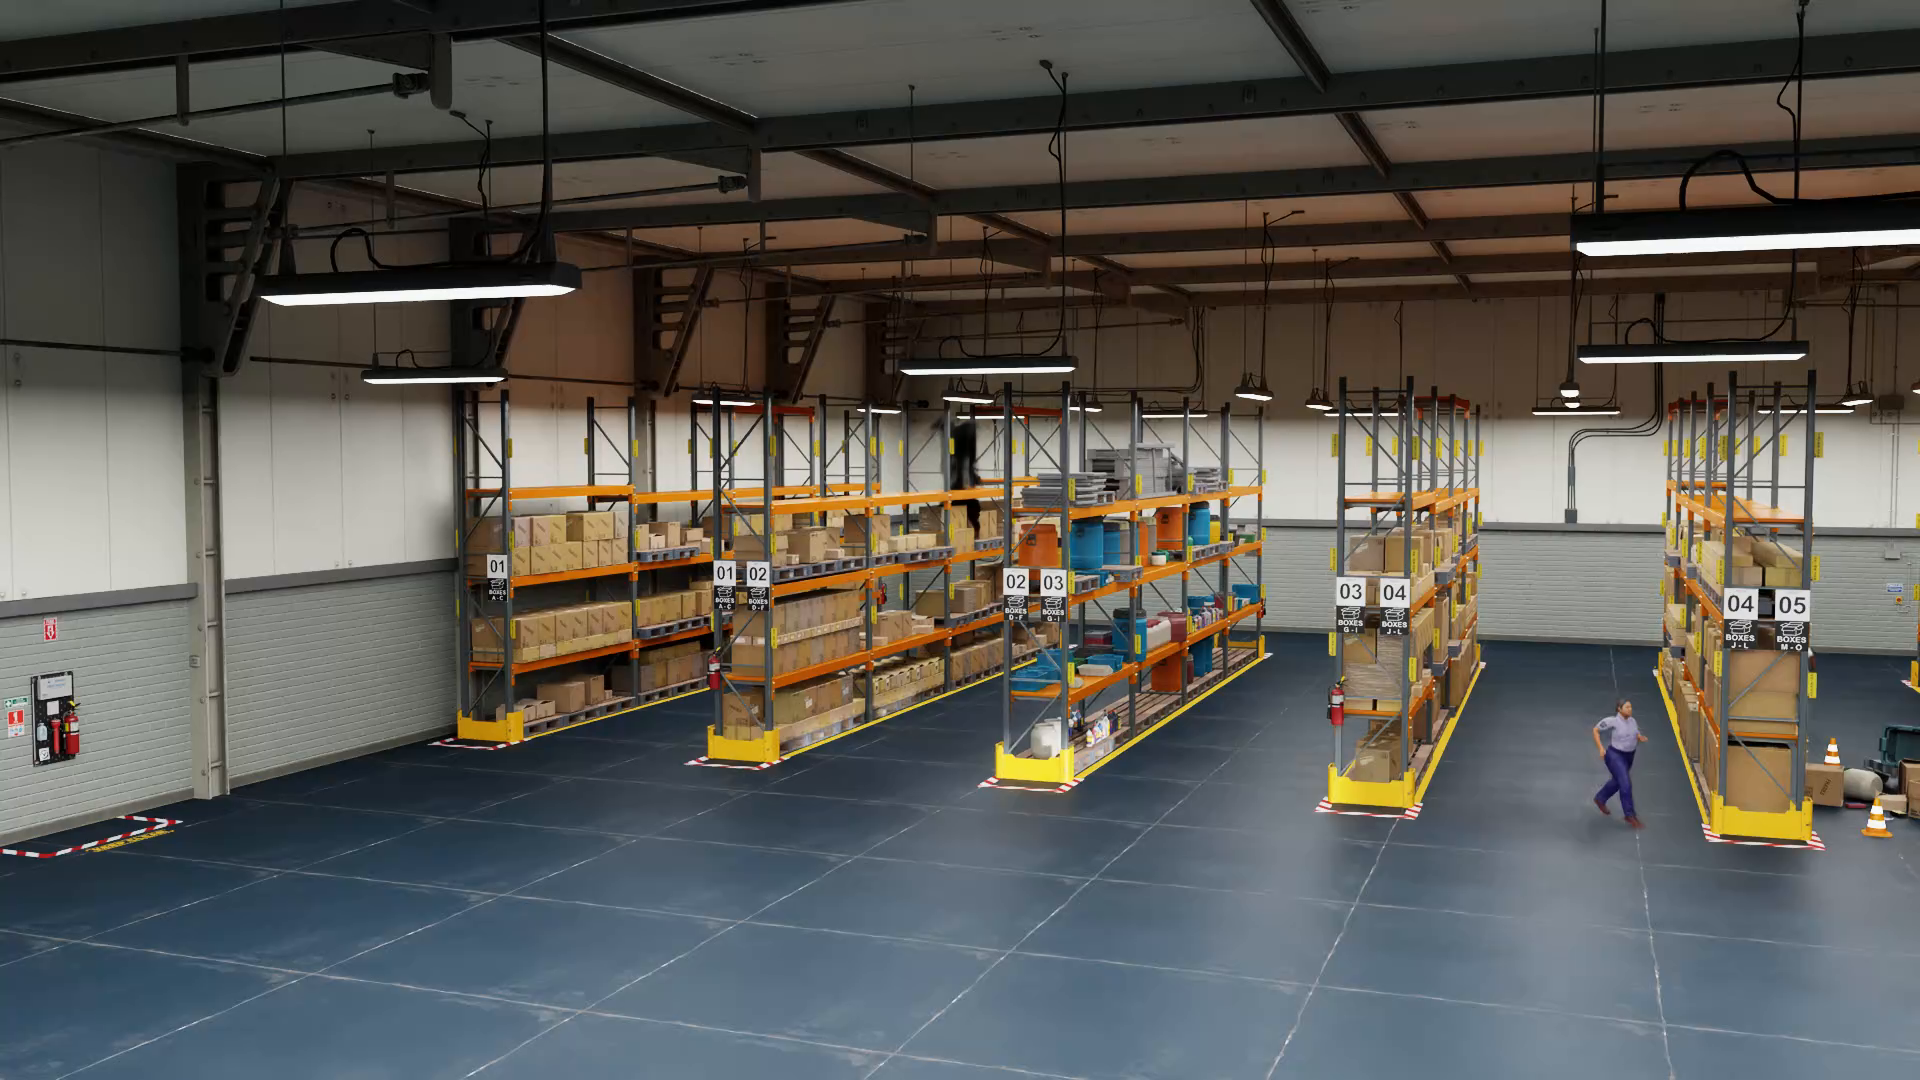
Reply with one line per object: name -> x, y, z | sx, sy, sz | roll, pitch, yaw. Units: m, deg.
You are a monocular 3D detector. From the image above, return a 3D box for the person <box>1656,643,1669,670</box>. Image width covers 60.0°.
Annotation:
person -> 16.329, 2.087, 37.606 | 1.100, 1.745, 0.619 | 0, 3, -1

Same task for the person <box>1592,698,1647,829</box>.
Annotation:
person -> 8.801, 2.938, 22.204 | 0.592, 1.672, 0.908 | -2, 4, -30

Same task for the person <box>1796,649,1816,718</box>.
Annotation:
person -> 15.501, 2.510, 30.793 | 0.606, 1.652, 0.674 | 1, 3, 15
